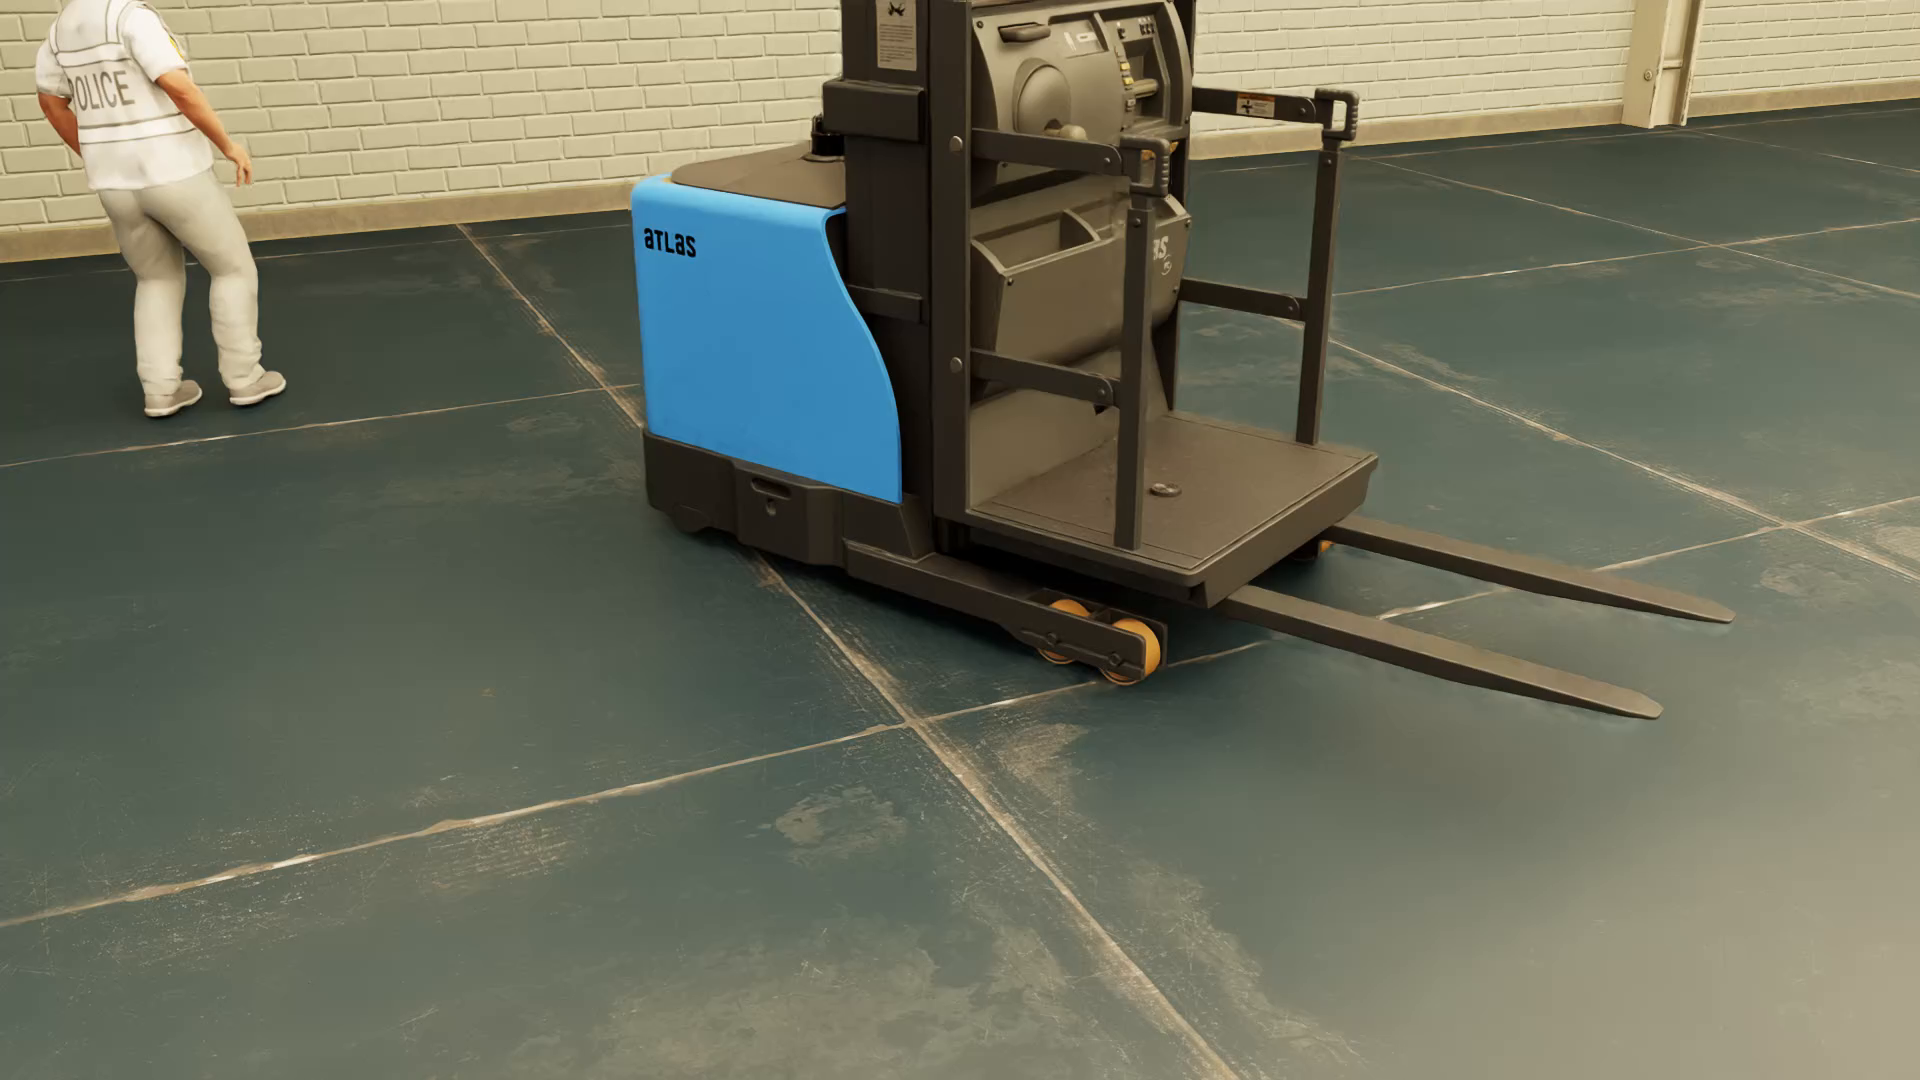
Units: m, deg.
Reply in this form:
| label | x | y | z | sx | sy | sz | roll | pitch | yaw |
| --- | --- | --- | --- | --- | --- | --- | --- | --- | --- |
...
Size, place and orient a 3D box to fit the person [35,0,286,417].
| label | x | y | z | sx | sy | sz | roll | pitch | yaw |
| --- | --- | --- | --- | --- | --- | --- | --- | --- | --- |
| person | -2.920 | -1.329 | 6.054 | 0.732 | 1.733 | 0.532 | 5 | 23 | 13 |

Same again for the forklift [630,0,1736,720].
| label | x | y | z | sx | sy | sz | roll | pitch | yaw |
| --- | --- | --- | --- | --- | --- | --- | --- | --- | --- |
| forklift | 0.502 | -1.215 | 4.211 | 3.031 | 2.935 | 1.130 | 16 | 28 | 34 |
